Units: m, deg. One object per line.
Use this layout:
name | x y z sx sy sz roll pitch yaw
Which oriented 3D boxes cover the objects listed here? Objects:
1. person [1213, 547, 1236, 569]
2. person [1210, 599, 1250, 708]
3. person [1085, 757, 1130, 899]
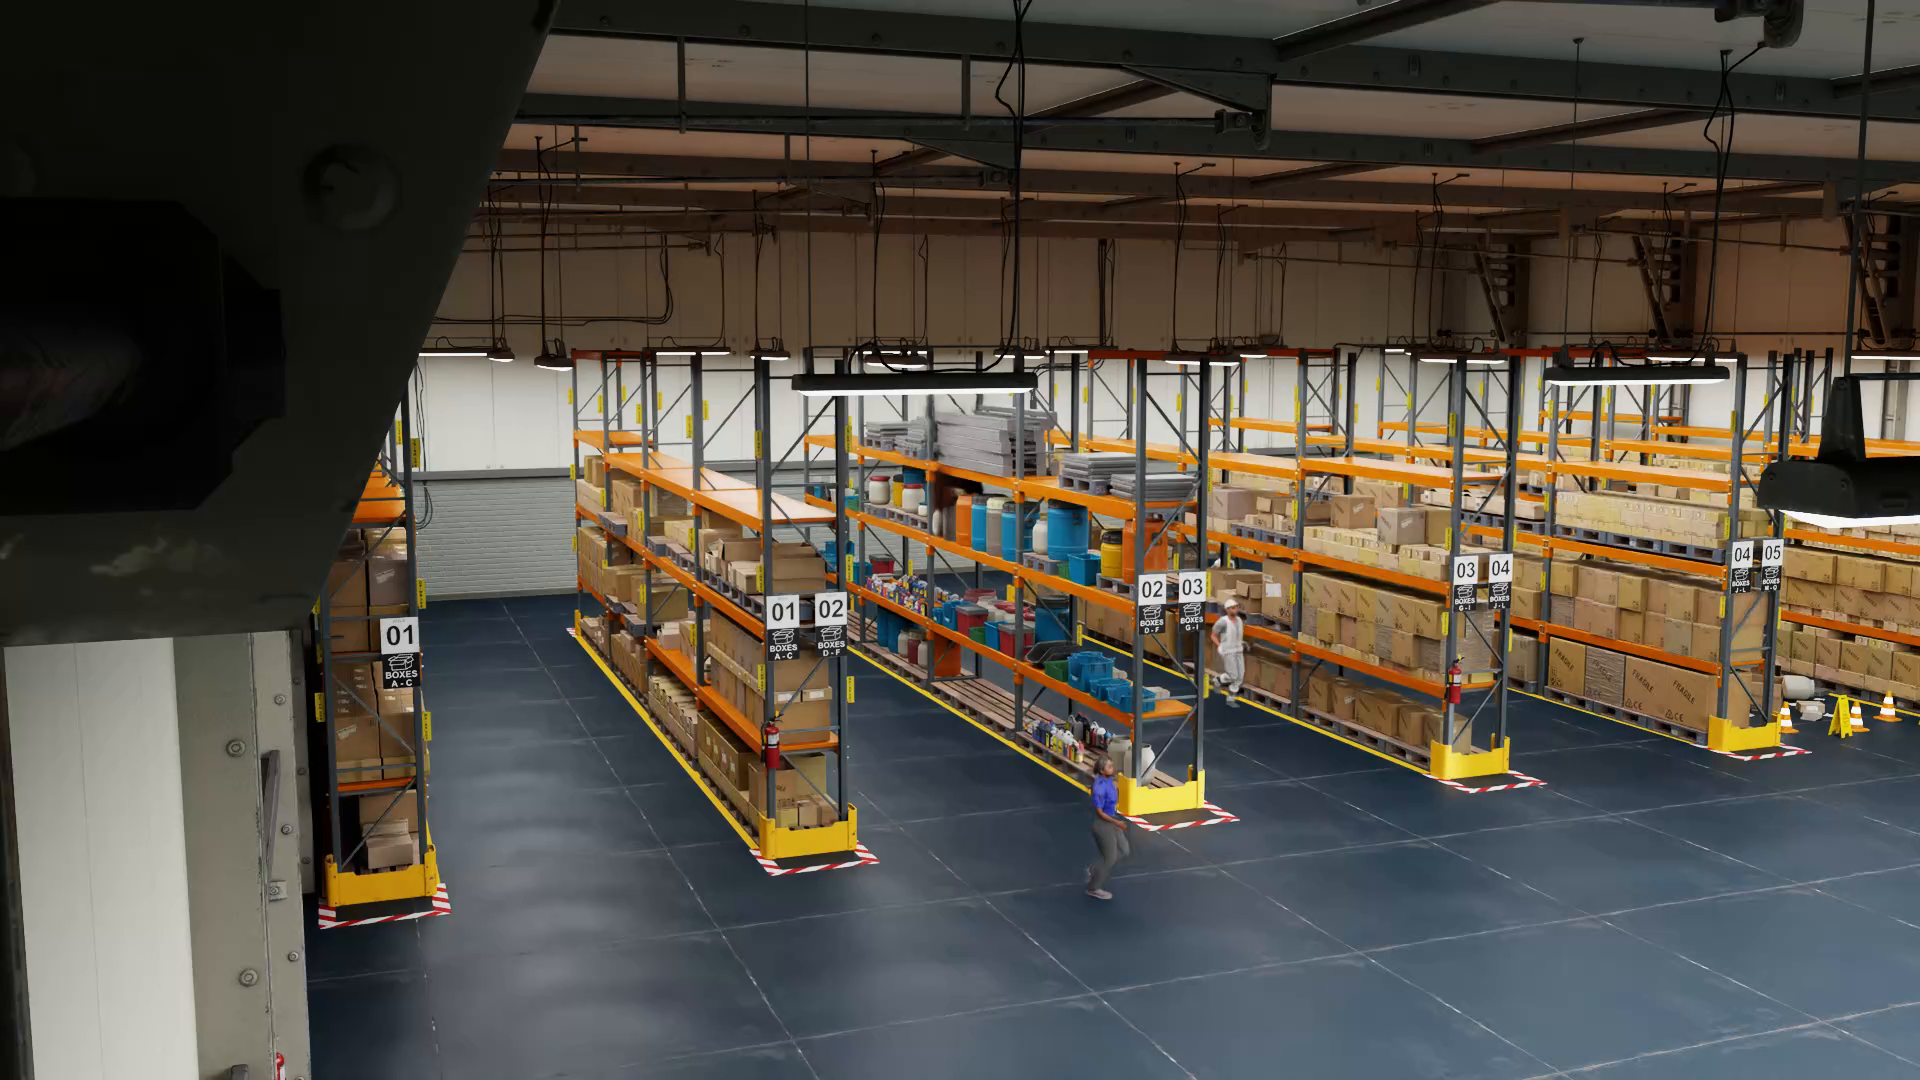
person | 5.848 0.967 36.569 0.564 1.669 0.565 -2 7 -15
person | 4.383 1.830 26.984 0.657 1.754 0.605 -4 8 -31
person | 1.656 3.223 18.684 0.495 1.618 0.586 1 7 11
